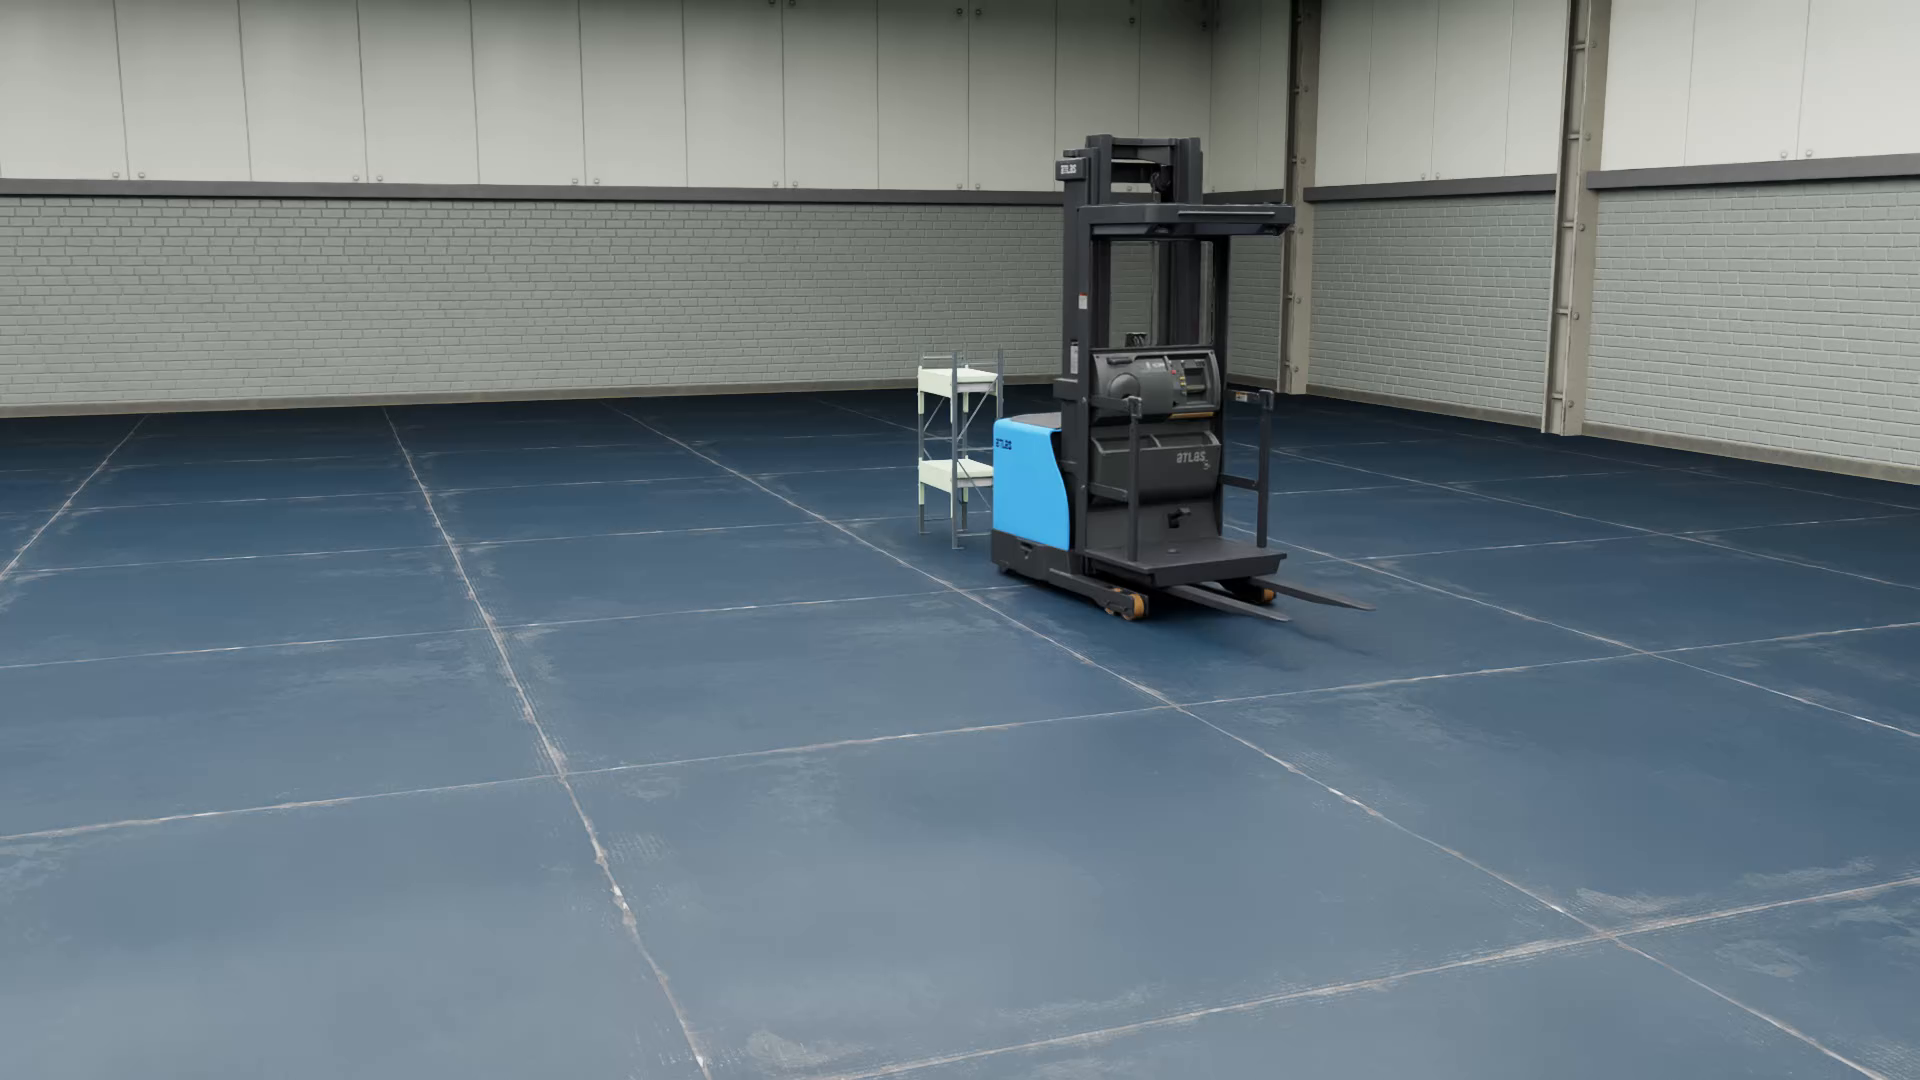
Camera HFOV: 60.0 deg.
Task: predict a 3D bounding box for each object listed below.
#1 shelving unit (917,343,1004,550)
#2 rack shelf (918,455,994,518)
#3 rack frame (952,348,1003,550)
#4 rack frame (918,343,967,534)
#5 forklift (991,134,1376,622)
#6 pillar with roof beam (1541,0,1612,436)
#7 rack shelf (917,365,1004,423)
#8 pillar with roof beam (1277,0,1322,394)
[{"bbox_3d":[-0.002,-0.739,12.795,0.431,1.500,0.755,-4,11,-21],"label":"shelving unit"},{"bbox_3d":[-0.002,-0.419,12.852,0.431,0.370,0.720,-4,11,-21],"label":"rack shelf"},{"bbox_3d":[0.130,-0.680,12.459,0.400,1.500,0.023,-4,11,-21],"label":"rack frame"},{"bbox_3d":[-0.135,-0.799,13.131,0.400,1.500,0.023,-4,11,-21],"label":"rack frame"},{"bbox_3d":[1.359,-1.040,10.398,1.130,2.935,3.031,-5,11,-28],"label":"forklift"},{"bbox_3d":[3.288,-5.446,17.842,9.100,9.000,0.400,-4,11,-21],"label":"pillar with roof beam"},{"bbox_3d":[-0.002,-1.124,12.727,0.431,0.370,0.720,-4,11,-21],"label":"rack shelf"},{"bbox_3d":[1.114,-6.426,23.348,9.100,9.000,0.400,-4,11,-21],"label":"pillar with roof beam"}]
